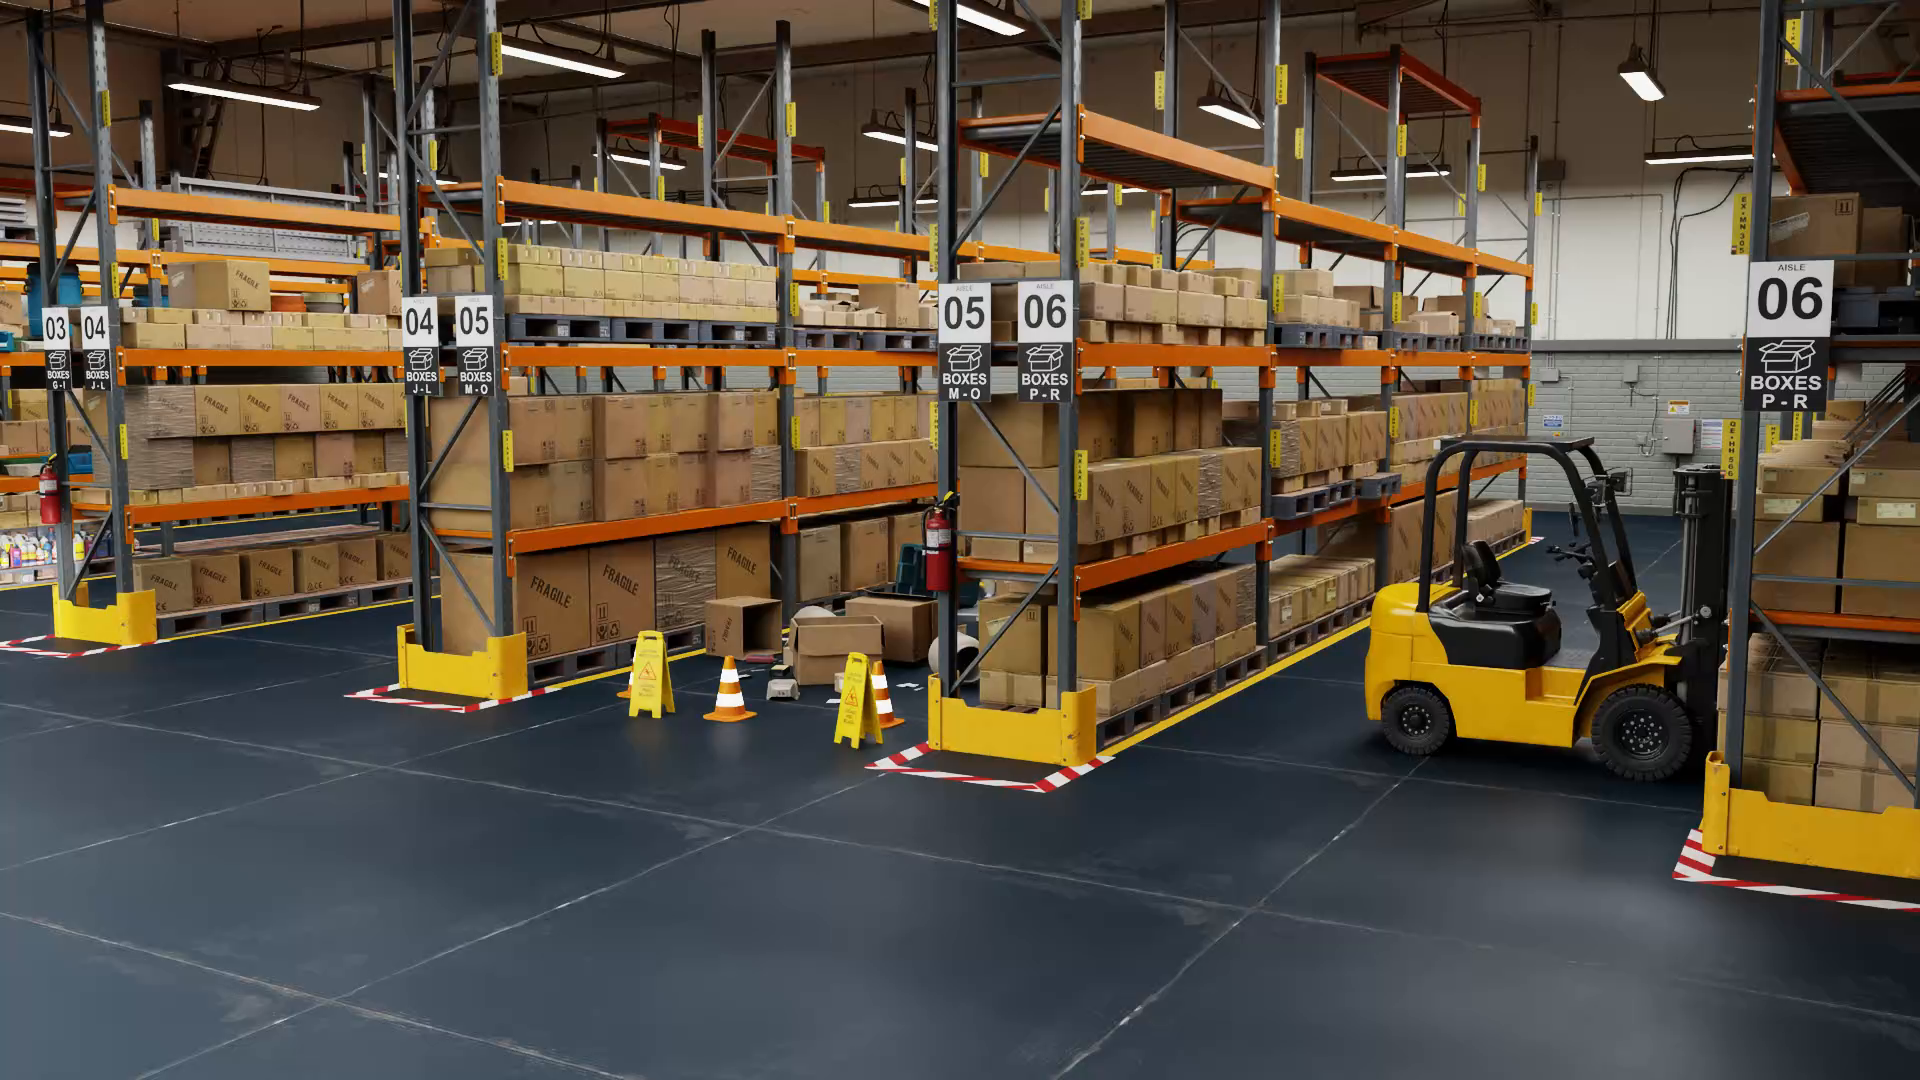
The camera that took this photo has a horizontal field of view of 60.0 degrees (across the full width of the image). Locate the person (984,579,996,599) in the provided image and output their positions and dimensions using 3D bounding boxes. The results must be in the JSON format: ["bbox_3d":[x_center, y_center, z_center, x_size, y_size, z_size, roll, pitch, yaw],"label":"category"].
[{"bbox_3d":[0.465,-0.131,18.784,0.436,1.703,0.373,3,7,29],"label":"person"}]
